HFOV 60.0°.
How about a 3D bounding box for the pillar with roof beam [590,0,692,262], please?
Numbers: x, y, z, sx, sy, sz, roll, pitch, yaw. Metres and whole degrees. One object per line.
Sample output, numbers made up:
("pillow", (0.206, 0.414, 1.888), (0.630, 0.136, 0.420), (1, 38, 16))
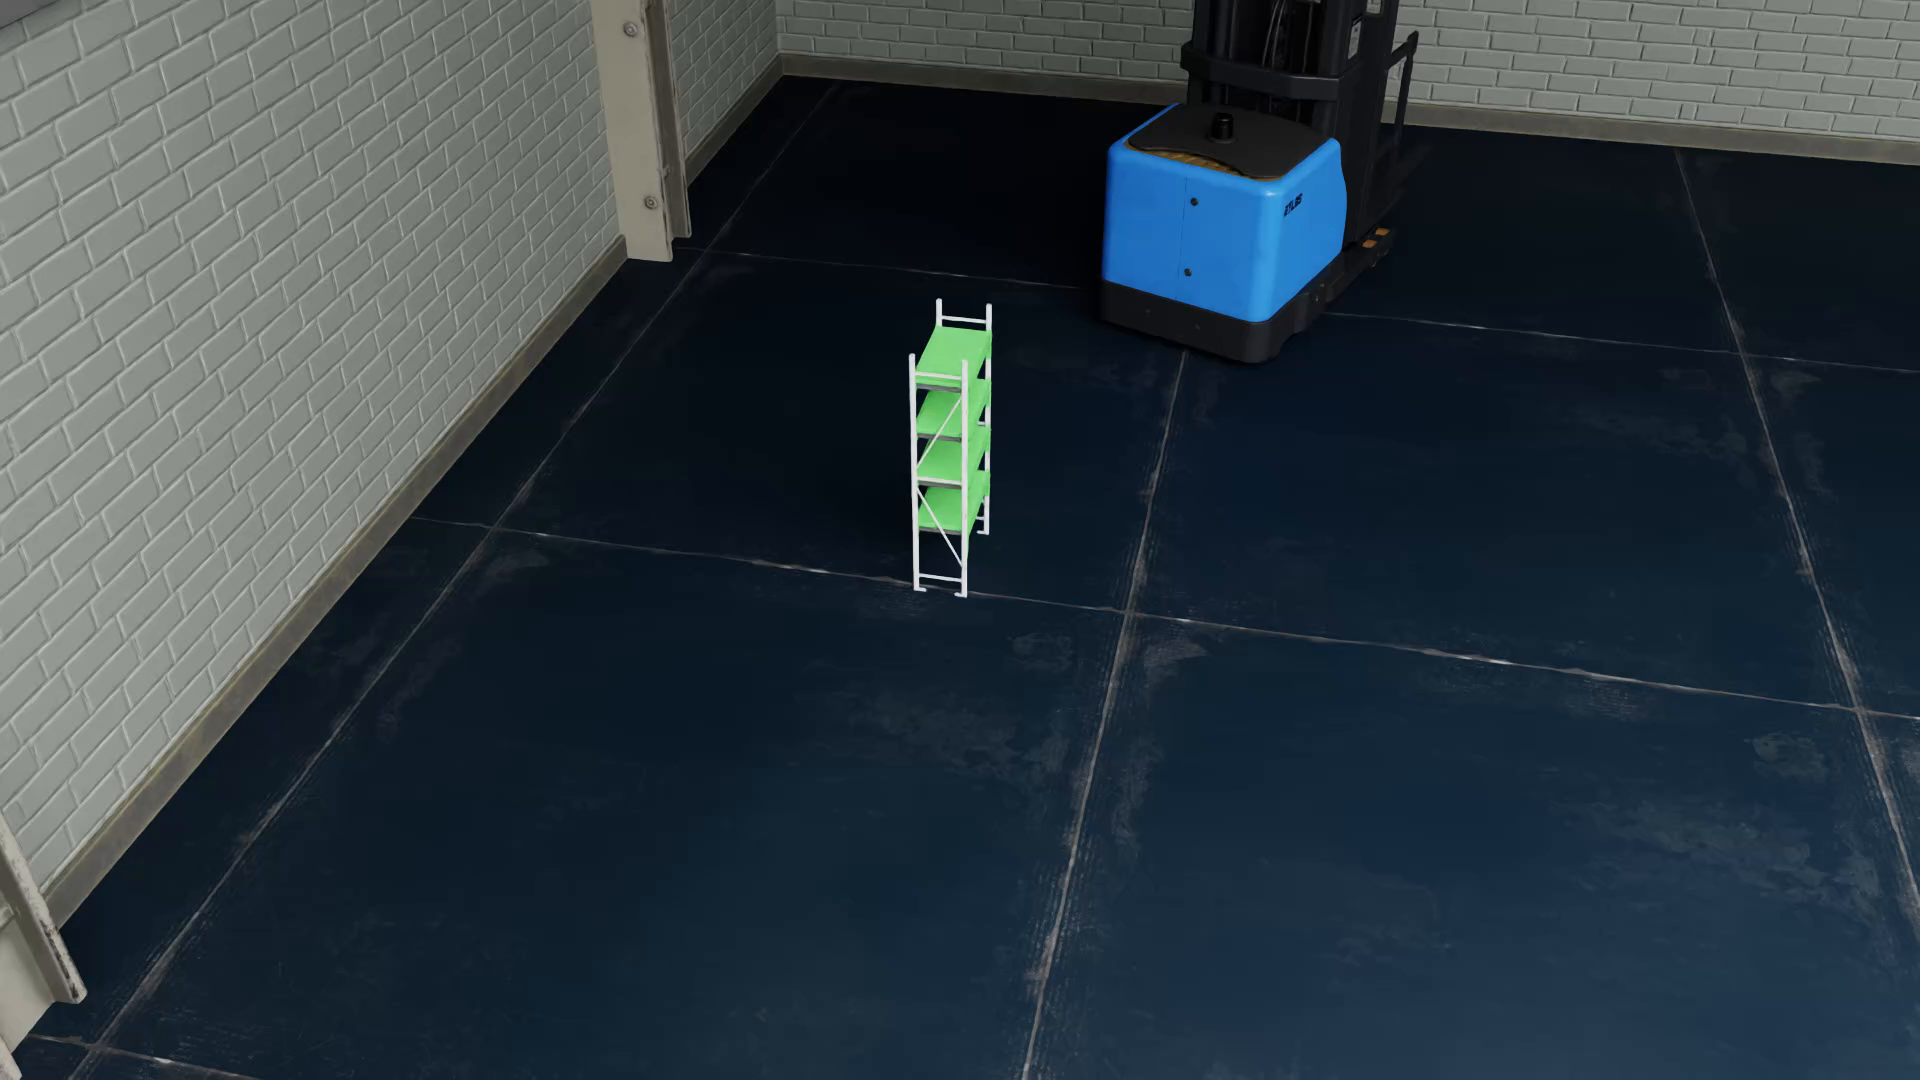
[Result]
("pillar with roof beam", (2.341, -4.920, 6.870), (9.100, 9.000, 0.400), (7, 37, 10))

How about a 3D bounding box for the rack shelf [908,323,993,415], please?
("rack shelf", (-0.035, -0.728, 7.023), (0.258, 0.148, 0.480), (7, 37, 10))

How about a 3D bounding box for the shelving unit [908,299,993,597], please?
("shelving unit", (-0.035, -0.391, 7.267), (0.258, 1.200, 0.503), (7, 37, 10))

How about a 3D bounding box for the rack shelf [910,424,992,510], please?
("rack shelf", (-0.035, -0.339, 7.304), (0.258, 0.148, 0.480), (7, 37, 10))

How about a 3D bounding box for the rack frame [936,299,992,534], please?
("rack frame", (0.017, -0.531, 7.460), (0.240, 1.200, 0.015), (7, 37, 10))

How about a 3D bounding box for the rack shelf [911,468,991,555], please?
("rack shelf", (-0.035, -0.145, 7.445), (0.258, 0.148, 0.480), (7, 37, 10))

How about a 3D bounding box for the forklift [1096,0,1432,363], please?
("forklift", (1.997, -2.966, 9.345), (1.130, 2.935, 3.031), (21, 41, 26))

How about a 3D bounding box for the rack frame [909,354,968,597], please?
("rack frame", (-0.087, -0.251, 7.074), (0.240, 1.200, 0.015), (7, 37, 10))

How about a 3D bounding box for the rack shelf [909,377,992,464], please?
("rack shelf", (-0.035, -0.534, 7.164), (0.258, 0.148, 0.480), (7, 37, 10))
